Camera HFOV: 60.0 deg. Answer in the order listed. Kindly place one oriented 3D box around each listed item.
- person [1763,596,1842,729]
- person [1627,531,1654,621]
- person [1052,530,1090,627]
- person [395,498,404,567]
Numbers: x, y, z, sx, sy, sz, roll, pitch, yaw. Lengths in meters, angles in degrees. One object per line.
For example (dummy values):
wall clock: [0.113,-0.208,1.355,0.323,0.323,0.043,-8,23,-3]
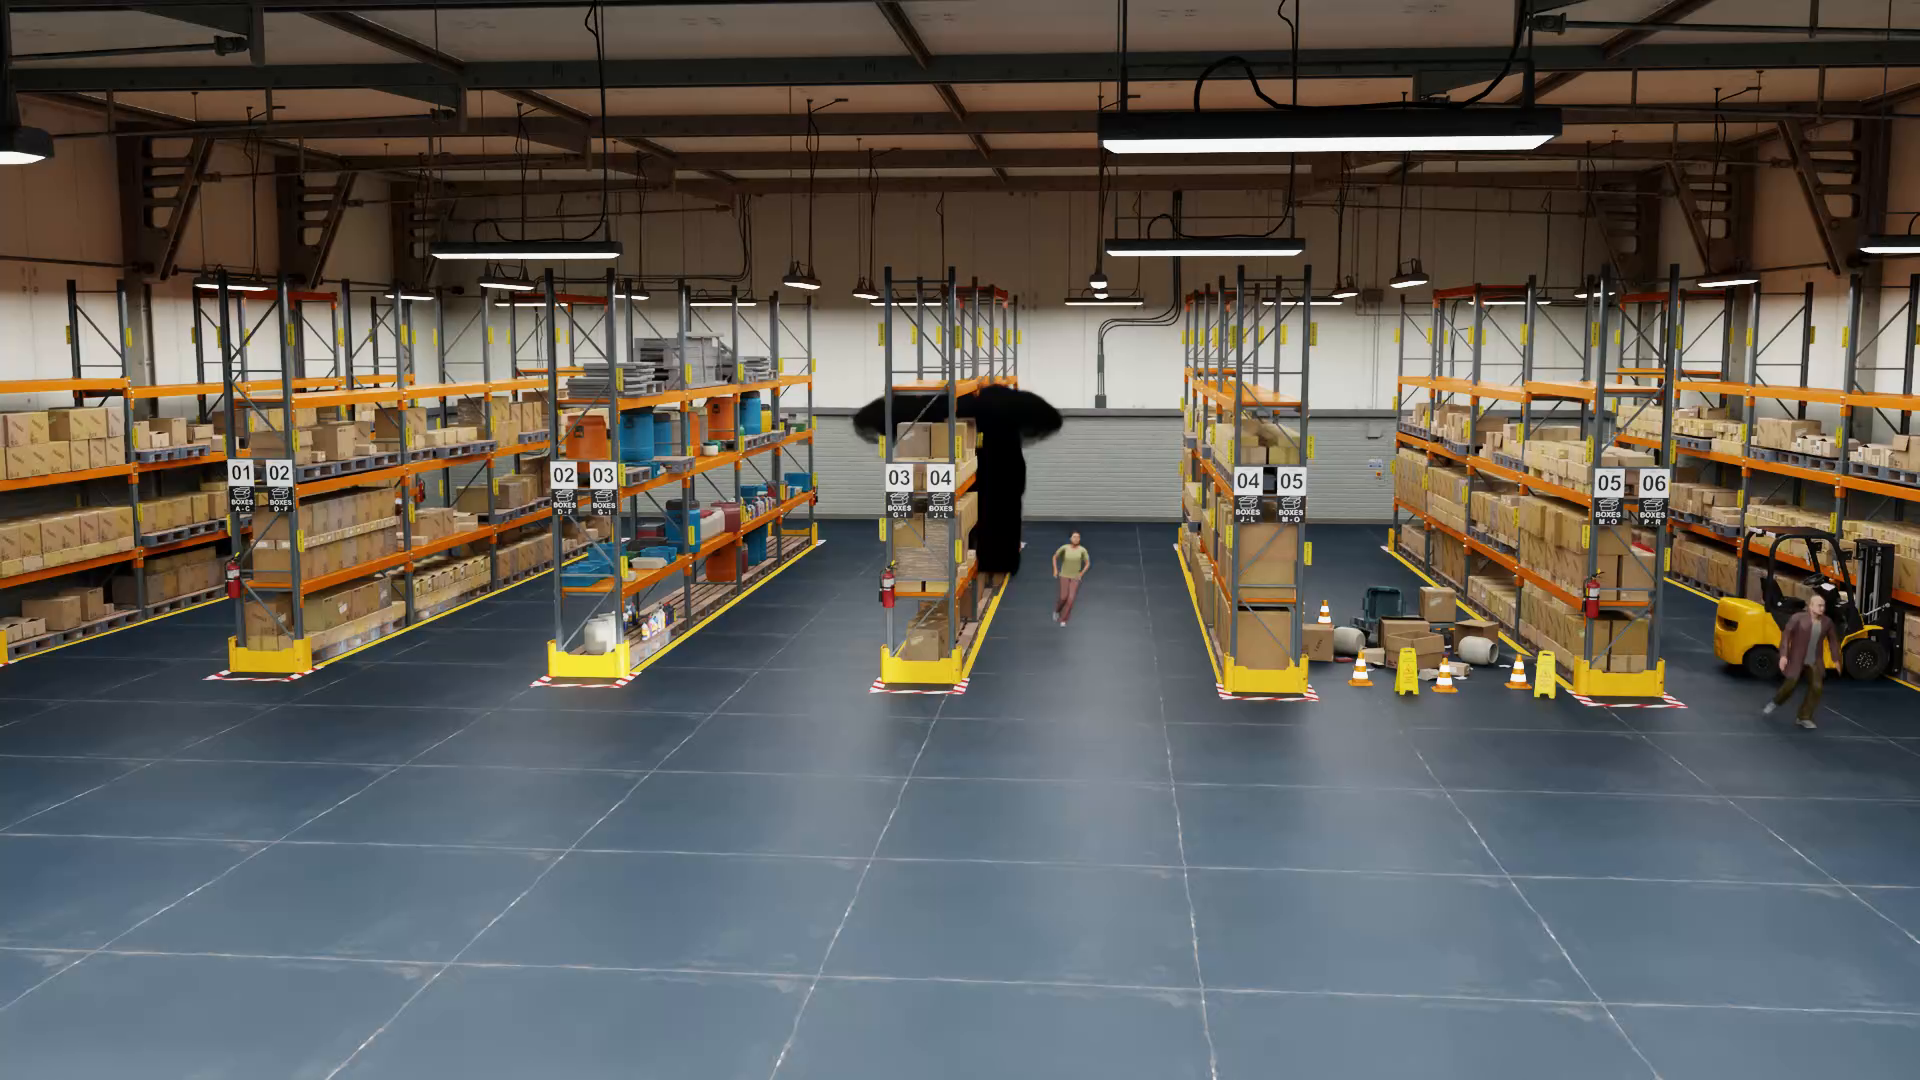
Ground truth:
person: [10.955,1.536,21.607,0.749,1.719,0.789,0,7,0]
person: [11.707,0.691,28.780,0.670,1.689,0.783,-1,7,-4]
person: [1.876,0.638,27.824,0.611,1.613,0.517,-1,7,-6]
person: [-11.344,0.046,33.676,0.652,1.812,0.833,1,7,12]
